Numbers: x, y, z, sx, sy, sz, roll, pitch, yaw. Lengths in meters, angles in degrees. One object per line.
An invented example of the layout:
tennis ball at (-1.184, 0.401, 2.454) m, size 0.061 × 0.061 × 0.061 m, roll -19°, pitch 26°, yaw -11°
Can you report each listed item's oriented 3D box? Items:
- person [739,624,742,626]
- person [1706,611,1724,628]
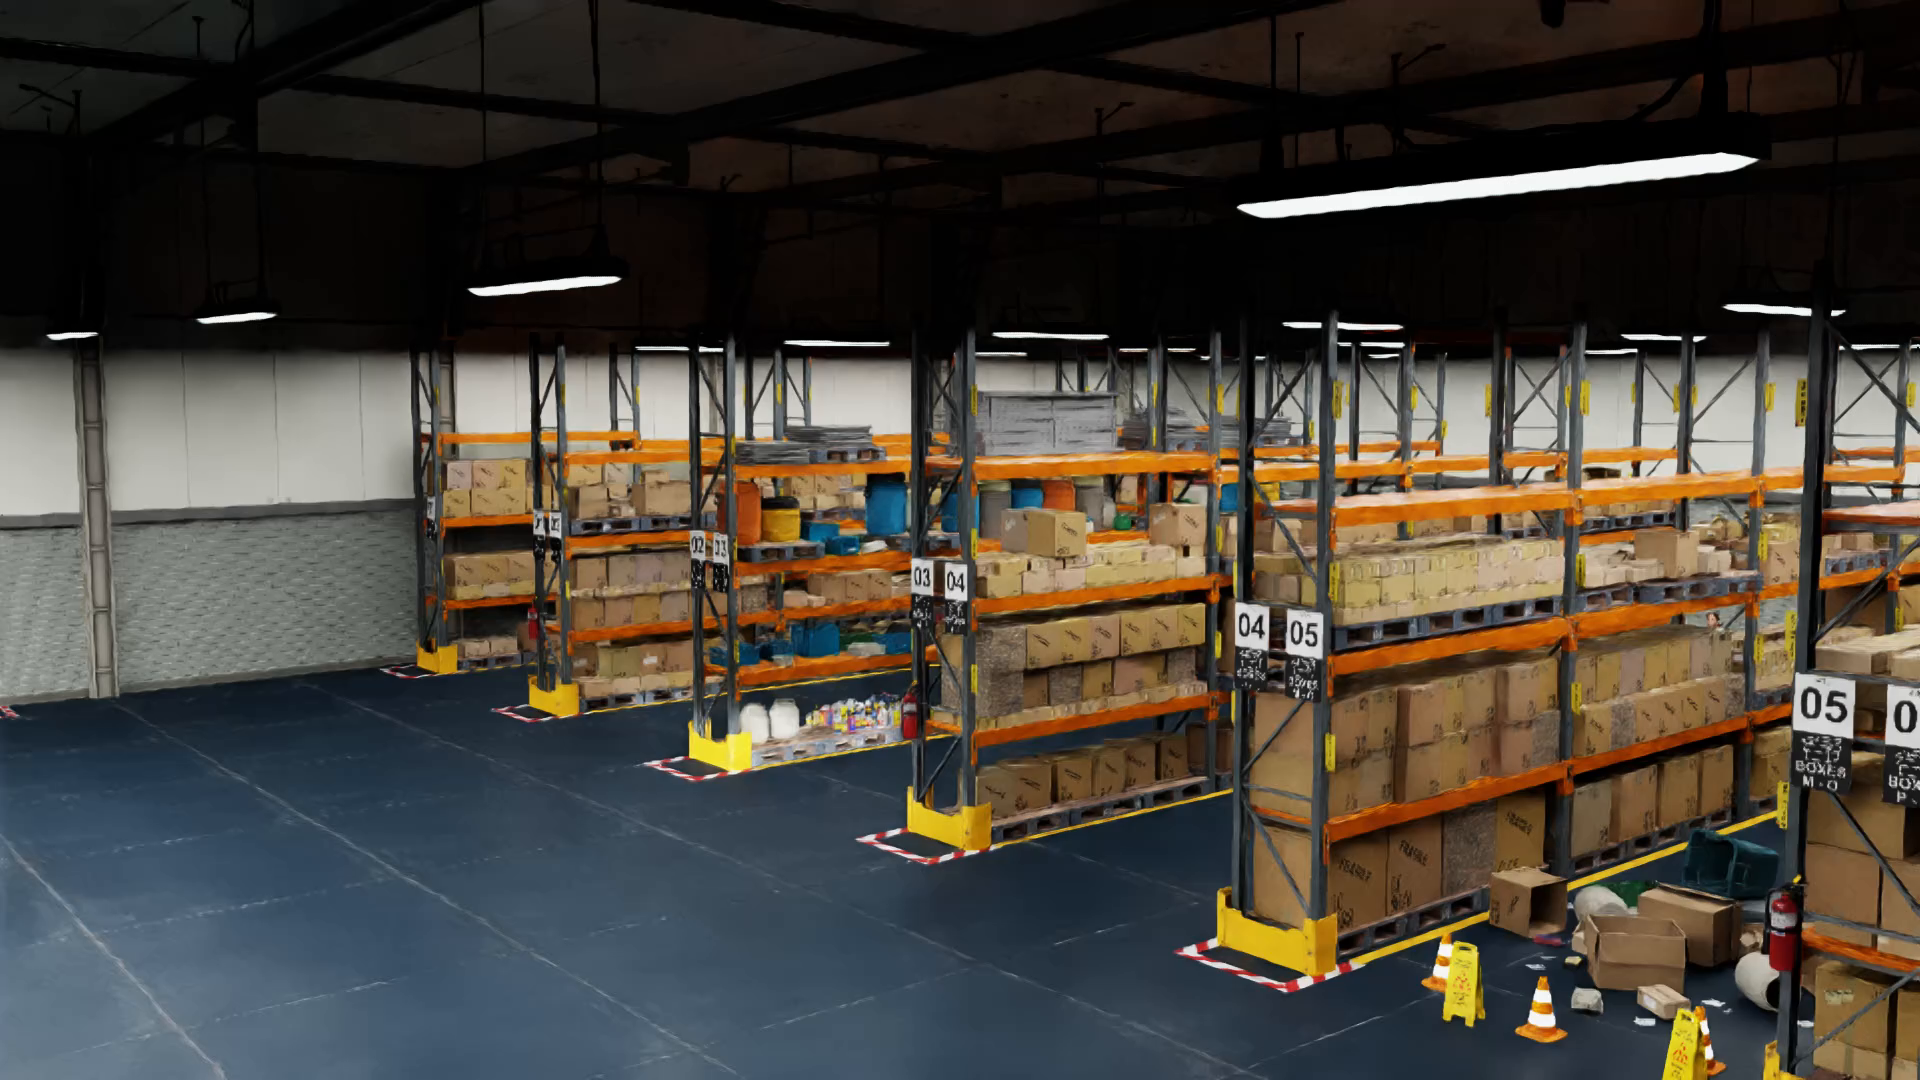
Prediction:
person at (-4.216, 1.492, 30.560) m, size 0.578 × 1.714 × 0.719 m, roll -5°, pitch 7°, yaw -41°
person at (11.920, 1.926, 26.283) m, size 1.019 × 1.612 × 0.455 m, roll -4°, pitch 7°, yaw -40°
